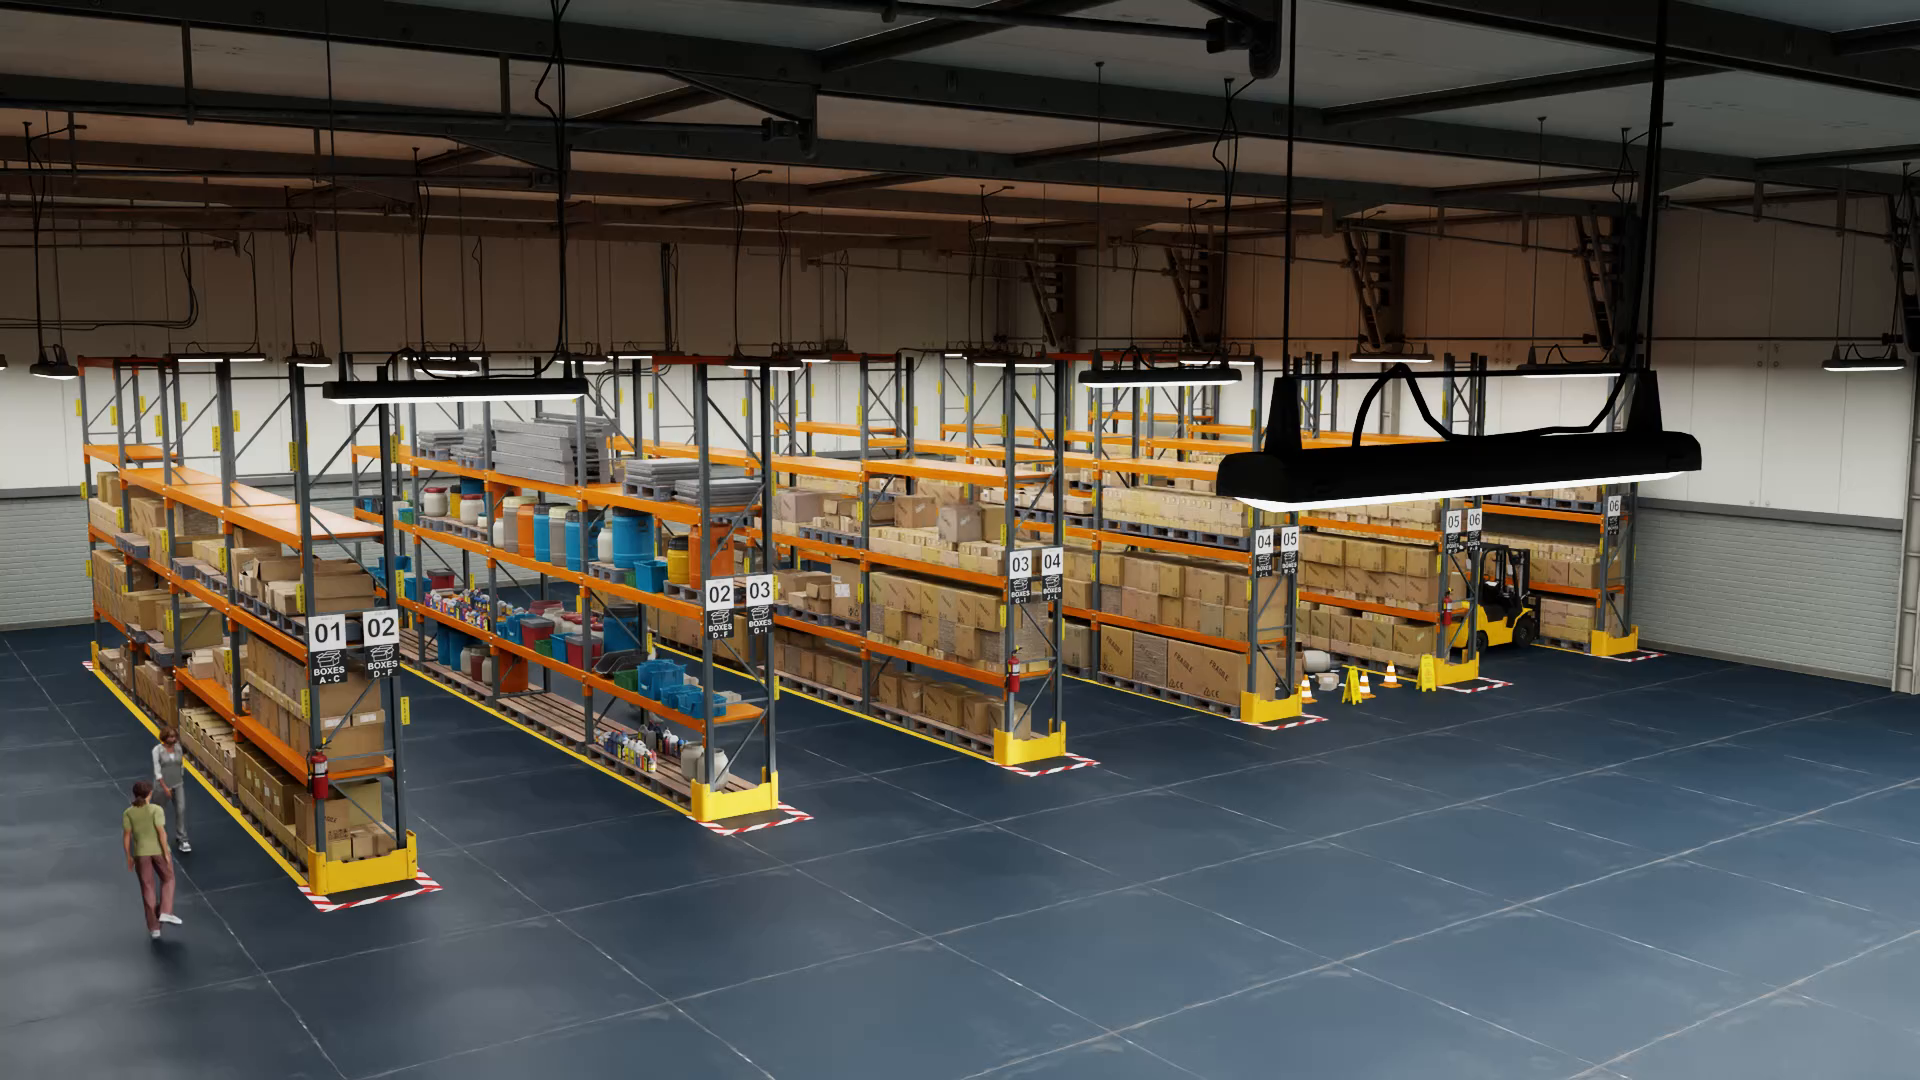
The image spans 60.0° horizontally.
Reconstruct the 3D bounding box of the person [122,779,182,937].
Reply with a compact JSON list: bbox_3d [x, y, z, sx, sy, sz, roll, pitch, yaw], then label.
[{"bbox_3d":[-8.582,3.369,17.638,0.514,1.660,0.471,-3,8,-25],"label":"person"}]

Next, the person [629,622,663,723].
[{"bbox_3d":[-5.221,2.152,27.601,0.997,1.640,0.508,6,9,39],"label":"person"}]

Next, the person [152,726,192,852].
[{"bbox_3d":[-9.805,3.065,20.690,0.404,1.520,0.964,-7,10,-44],"label":"person"}]
